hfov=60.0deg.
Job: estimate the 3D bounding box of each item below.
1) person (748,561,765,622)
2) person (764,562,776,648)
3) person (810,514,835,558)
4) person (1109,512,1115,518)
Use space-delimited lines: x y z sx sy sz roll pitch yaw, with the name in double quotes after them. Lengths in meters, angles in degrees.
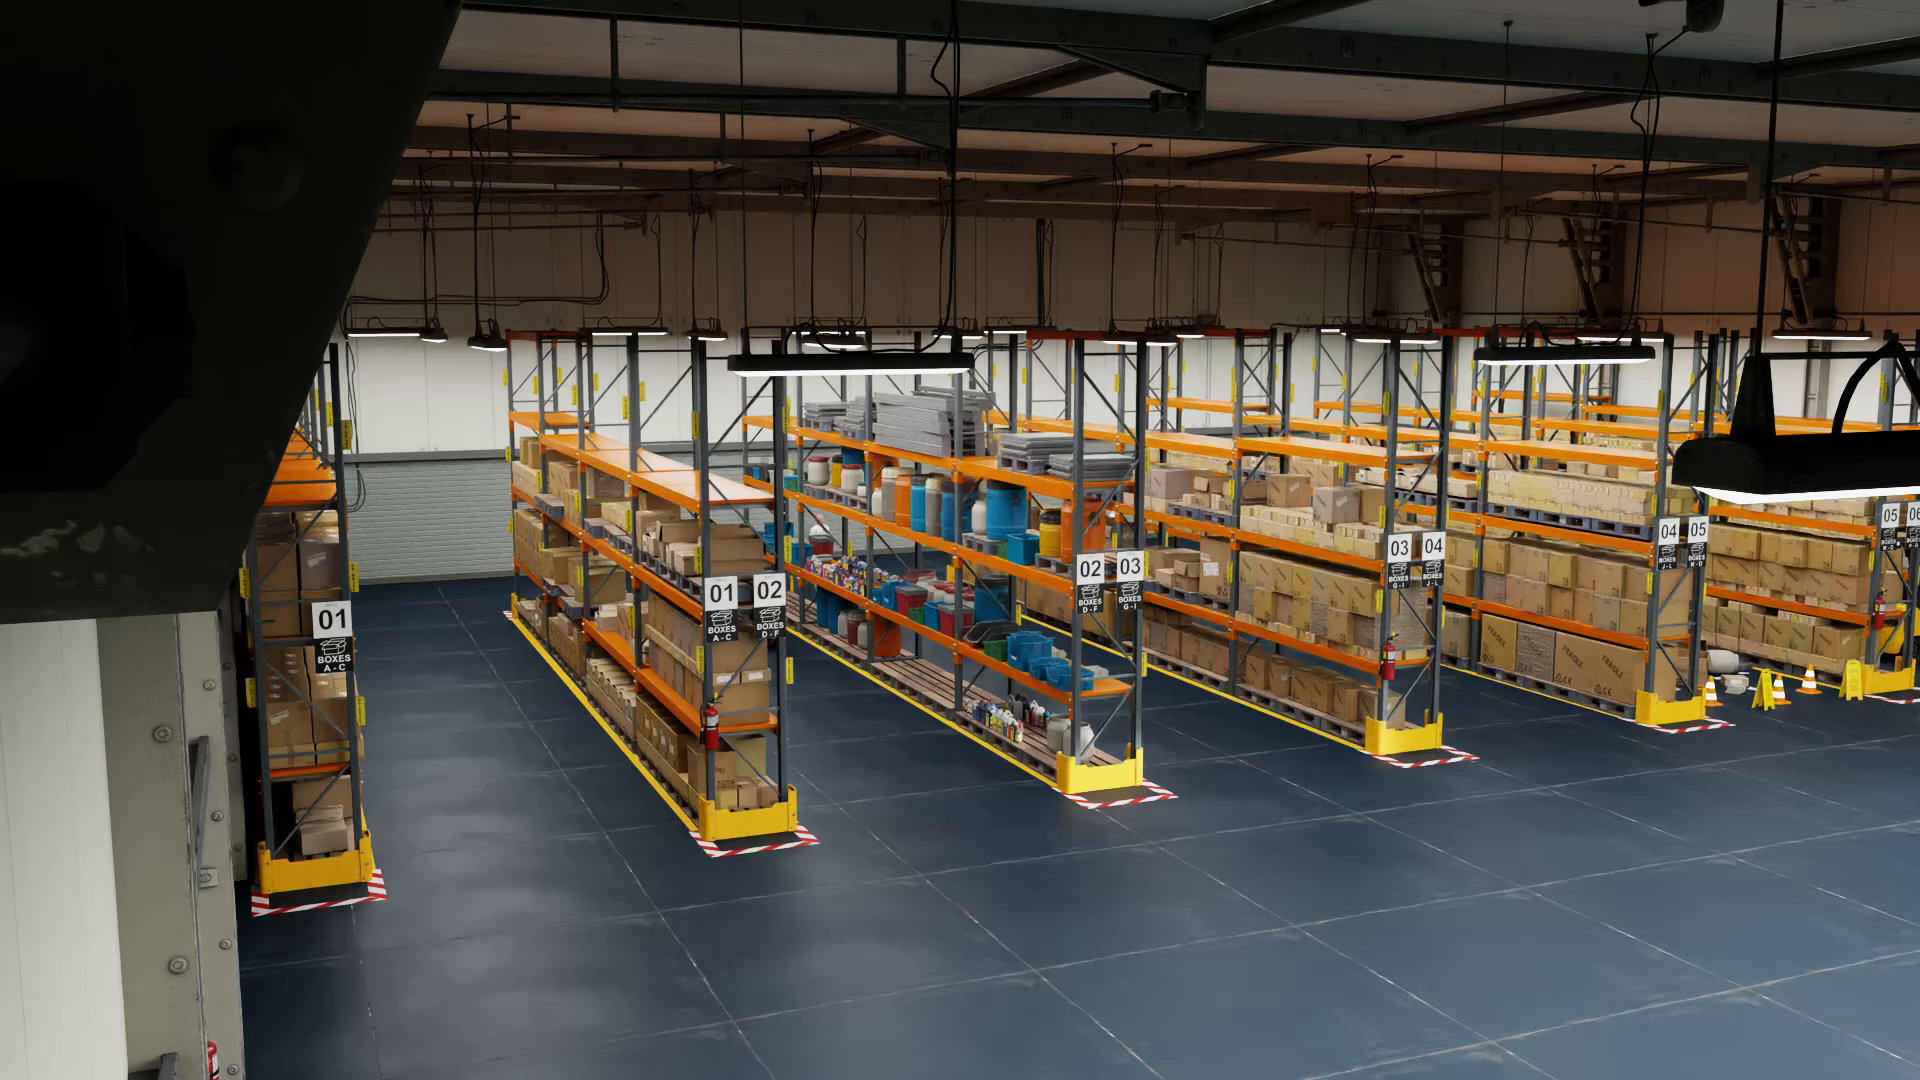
-4.163 0.946 33.126 0.576 1.715 1.126 0 8 0 "person"
-3.606 1.241 31.485 0.452 1.648 0.540 3 8 23 "person"
-3.105 0.307 37.835 0.508 1.796 0.645 5 9 32 "person"
3.598 0.158 39.318 0.725 1.680 0.662 -2 8 -14 "person"
